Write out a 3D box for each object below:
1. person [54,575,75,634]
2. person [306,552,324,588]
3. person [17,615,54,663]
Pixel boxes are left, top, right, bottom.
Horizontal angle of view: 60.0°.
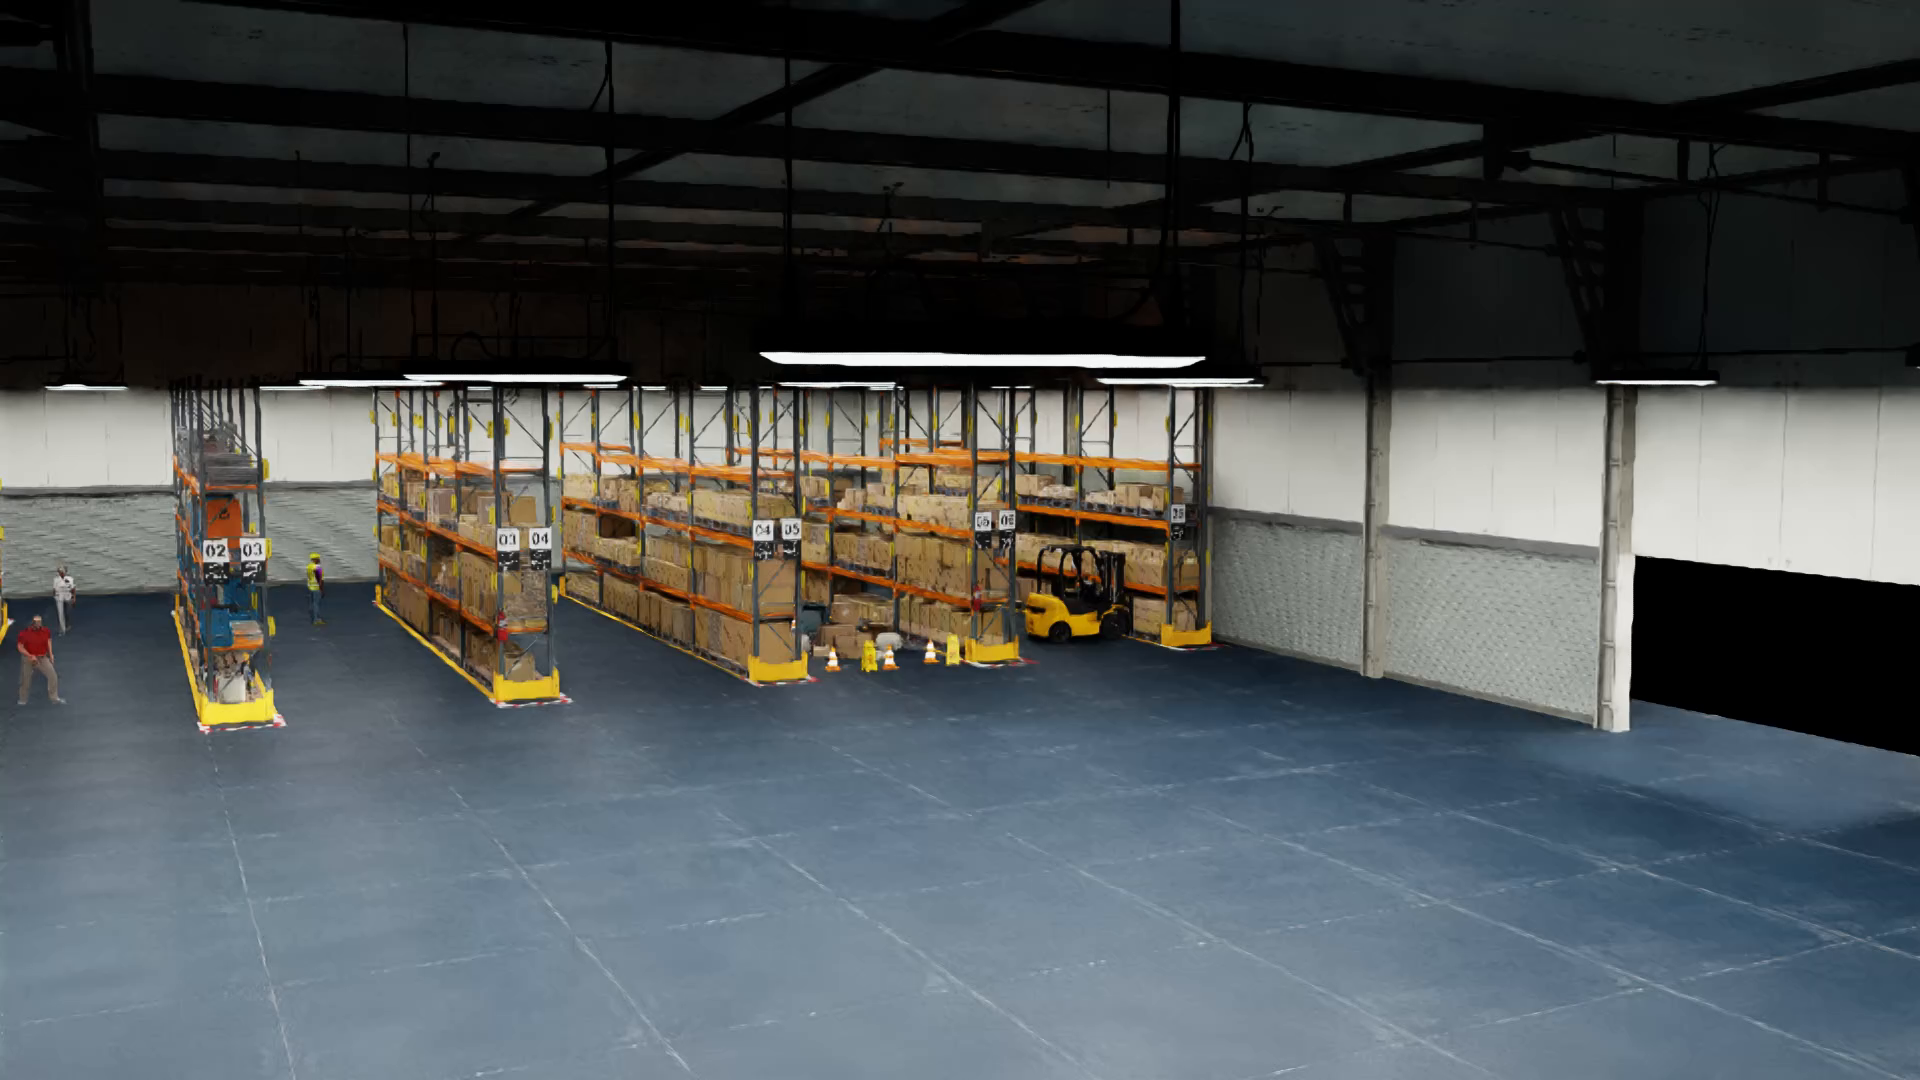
[{"bbox_3d":[-21.247,1.507,39.484,0.443,1.402,0.989,-3,6,-28],"label":"person"},{"bbox_3d":[-15.856,0.734,40.892,0.468,0.868,0.348,4,7,41],"label":"person"},{"bbox_3d":[-16.825,1.837,30.307,0.579,0.956,0.655,5,7,45],"label":"person"}]
